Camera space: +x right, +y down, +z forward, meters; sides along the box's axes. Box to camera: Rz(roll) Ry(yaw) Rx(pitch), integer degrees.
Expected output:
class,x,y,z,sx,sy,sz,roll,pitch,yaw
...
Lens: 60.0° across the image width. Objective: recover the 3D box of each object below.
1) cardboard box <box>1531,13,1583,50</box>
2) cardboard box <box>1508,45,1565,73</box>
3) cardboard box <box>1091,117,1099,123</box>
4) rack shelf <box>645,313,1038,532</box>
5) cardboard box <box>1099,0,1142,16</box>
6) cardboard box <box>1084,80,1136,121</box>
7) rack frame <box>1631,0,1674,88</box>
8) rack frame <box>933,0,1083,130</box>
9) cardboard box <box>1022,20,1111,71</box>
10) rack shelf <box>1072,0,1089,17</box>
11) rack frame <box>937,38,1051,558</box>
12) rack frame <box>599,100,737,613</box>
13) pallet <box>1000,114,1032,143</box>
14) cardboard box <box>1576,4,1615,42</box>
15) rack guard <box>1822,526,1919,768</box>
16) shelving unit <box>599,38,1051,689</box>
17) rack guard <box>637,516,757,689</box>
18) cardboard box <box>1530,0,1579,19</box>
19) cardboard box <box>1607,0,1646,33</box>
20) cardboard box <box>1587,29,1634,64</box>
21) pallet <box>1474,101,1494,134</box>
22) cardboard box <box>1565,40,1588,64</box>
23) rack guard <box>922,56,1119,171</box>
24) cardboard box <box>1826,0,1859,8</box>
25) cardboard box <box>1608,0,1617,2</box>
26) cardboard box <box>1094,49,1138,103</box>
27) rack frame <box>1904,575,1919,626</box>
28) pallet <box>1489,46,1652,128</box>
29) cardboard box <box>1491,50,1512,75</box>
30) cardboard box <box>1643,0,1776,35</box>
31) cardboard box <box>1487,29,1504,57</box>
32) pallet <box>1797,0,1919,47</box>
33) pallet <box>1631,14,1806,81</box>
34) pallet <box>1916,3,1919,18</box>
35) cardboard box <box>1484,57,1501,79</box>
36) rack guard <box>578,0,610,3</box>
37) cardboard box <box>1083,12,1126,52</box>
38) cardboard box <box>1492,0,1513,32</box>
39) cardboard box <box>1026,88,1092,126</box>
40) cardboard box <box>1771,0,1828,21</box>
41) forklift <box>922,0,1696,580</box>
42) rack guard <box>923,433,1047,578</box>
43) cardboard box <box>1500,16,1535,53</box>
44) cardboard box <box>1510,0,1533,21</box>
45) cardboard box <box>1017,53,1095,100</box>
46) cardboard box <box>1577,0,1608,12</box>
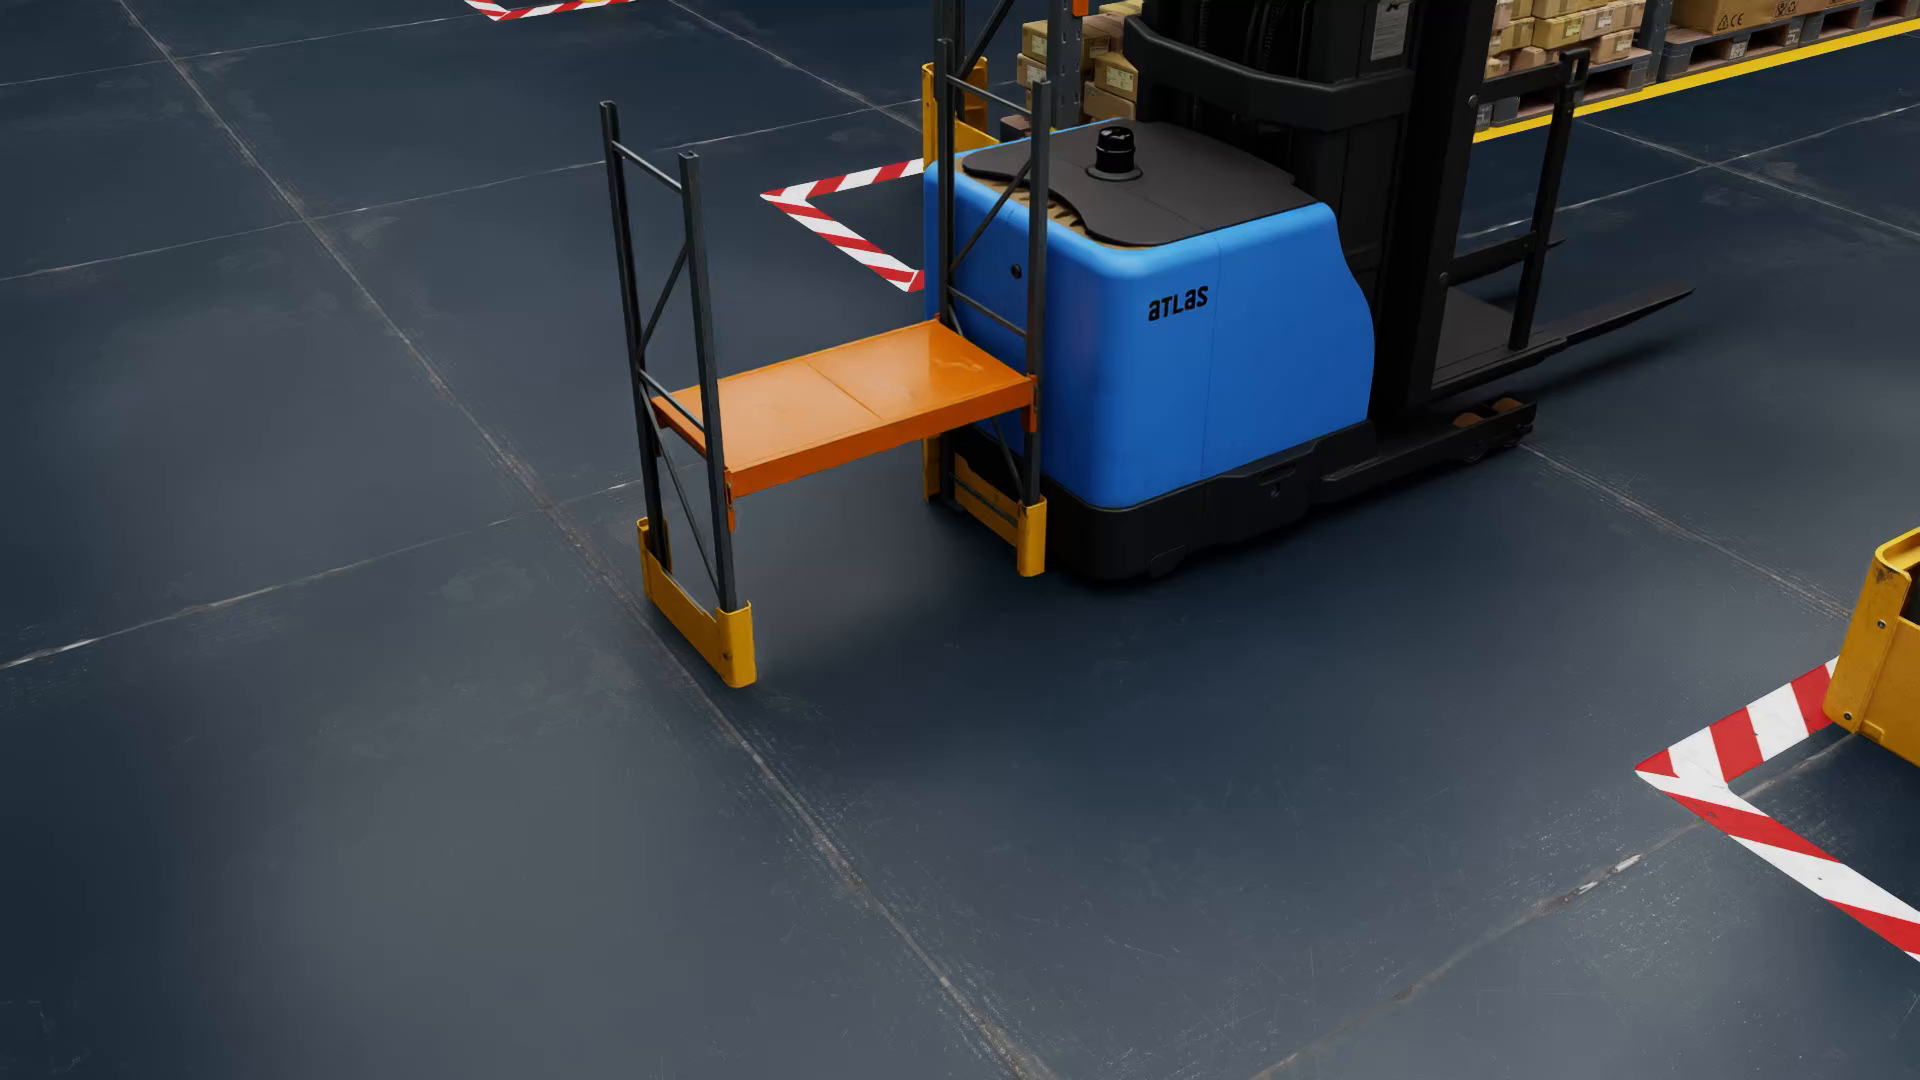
class,x,y,z,sx,sy,sz,roll,pitch,yaw
cardboard box,3.027,-2.708,8.731,0.250,0.149,0.380,-20,38,-29
cardboard box,2.960,-2.576,8.800,0.250,0.149,0.380,-20,38,-29
cardboard box,0.807,-1.836,7.628,0.250,0.149,0.380,-18,37,-26
rack shelf,-0.335,-0.360,4.752,1.000,0.185,0.538,-20,37,-28
cardboard box,0.892,-2.526,8.163,0.250,0.149,0.380,-20,37,-28
cardboard box,0.773,-1.991,7.594,0.250,0.149,0.380,-17,36,-25
rack frame,3.556,-4.013,8.800,0.127,3.000,1.000,-19,37,-27
rack frame,0.194,-2.857,6.967,0.127,3.000,1.000,-19,37,-27
cardboard box,0.501,-2.347,7.880,0.250,0.149,0.380,-19,37,-27
rack shelf,1.875,-3.131,8.076,4.000,0.370,1.077,-19,37,-27
rack frame,0.087,-0.663,4.895,0.032,1.500,0.500,-20,37,-28
rack frame,-0.757,-0.361,4.416,0.032,1.500,0.500,-20,37,-28
pallet,0.960,-1.918,8.093,1.213,0.211,1.003,-19,37,-27
cardboard box,3.242,-2.793,8.866,0.250,0.149,0.380,-21,38,-29
rack guard,2.776,0.461,4.051,0.348,0.500,1.175,-19,37,-27
shelving unit,-0.343,-0.509,4.651,1.083,1.500,0.587,-20,37,-28
rack guard,-0.756,0.168,4.750,0.087,0.250,0.587,-20,37,-28
cardboard box,2.999,-2.850,8.677,0.250,0.149,0.380,-19,37,-28
cardboard box,3.463,-2.877,8.999,0.250,0.149,0.380,-18,37,-26
cardboard box,3.411,-2.719,9.027,0.250,0.149,0.380,-18,37,-27
pallet,1.984,-2.269,8.649,1.213,0.211,1.003,-19,37,-27
cardboard box,3.147,-2.681,8.967,0.250,0.149,0.380,-18,36,-26
rack guard,0.258,-1.821,7.669,0.348,0.500,1.175,-19,37,-27
cardboard box,5.197,-3.539,9.998,0.500,0.500,0.500,-18,37,-26
cardboard box,3.398,-3.017,8.942,0.250,0.149,0.380,-18,36,-26
cardboard box,0.818,-2.079,7.456,0.250,0.149,0.380,-21,38,-29
rack frame,2.796,-0.603,3.395,0.127,3.000,1.000,-19,37,-27
pallet,3.010,-2.624,9.211,1.213,0.211,1.003,-19,37,-27
cardboard box,2.673,-2.554,8.766,0.250,0.149,0.380,-20,37,-28
cardboard box,4.320,-3.228,9.505,0.500,0.500,0.500,-17,36,-25
cardboard box,2.559,-2.597,8.555,0.250,0.149,0.380,-18,36,-26
pallet,5.236,-3.414,10.464,1.213,0.211,1.003,-19,37,-27
pallet,4.209,-3.059,9.902,1.213,0.211,1.003,-19,37,-27
pallet,6.260,-3.765,11.020,1.213,0.211,1.003,-19,37,-27
cardboard box,2.541,-2.419,8.552,0.250,0.149,0.380,-19,37,-27
rack guard,-2.593,-3.983,11.096,0.348,0.500,1.175,-19,37,-27
cardboard box,0.744,-2.394,7.954,0.250,0.149,0.380,-18,37,-26
cardboard box,2.561,-2.690,8.424,0.250,0.149,0.380,-21,38,-30
cardboard box,0.523,-2.074,8.005,0.250,0.149,0.380,-18,37,-26
cardboard box,4.764,-3.382,9.749,0.500,0.500,0.500,-17,36,-25
forklift,1.380,-1.719,5.228,3.031,2.935,1.130,-20,37,-28
rack guard,0.070,-0.129,5.220,0.087,0.250,0.587,-20,37,-28
cardboard box,2.763,-2.679,8.686,0.250,0.149,0.380,-19,37,-27
cardboard box,2.739,-2.810,8.614,0.250,0.149,0.380,-18,36,-26
cardboard box,0.483,-2.235,7.981,0.250,0.149,0.380,-20,37,-29
cardboard box,3.204,-2.925,8.797,0.250,0.149,0.380,-18,37,-27
